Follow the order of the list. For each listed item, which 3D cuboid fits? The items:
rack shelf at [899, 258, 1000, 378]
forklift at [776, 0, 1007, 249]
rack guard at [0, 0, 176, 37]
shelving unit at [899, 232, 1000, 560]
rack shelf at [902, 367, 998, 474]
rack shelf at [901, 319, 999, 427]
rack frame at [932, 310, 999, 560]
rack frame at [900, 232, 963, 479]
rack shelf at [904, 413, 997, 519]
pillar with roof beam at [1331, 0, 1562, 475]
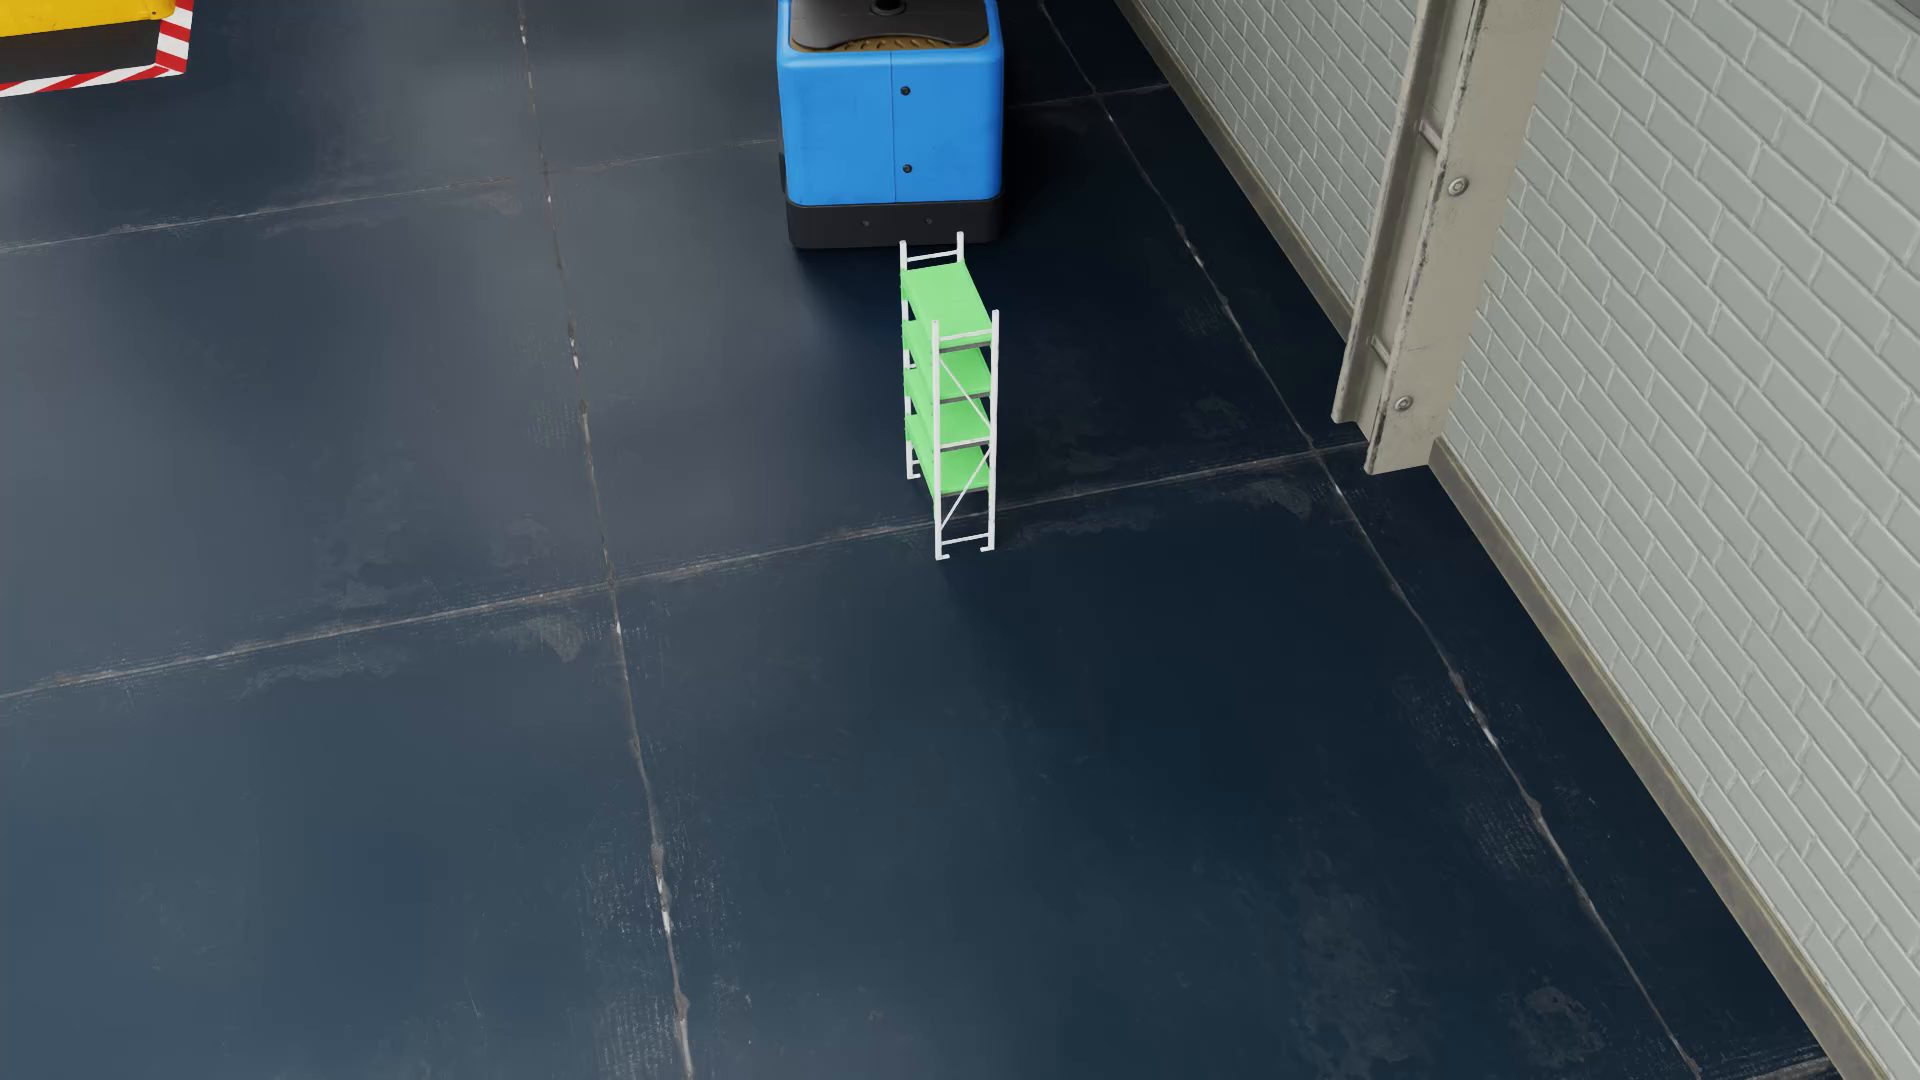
[{"bbox_3d":[-0.042,-0.825,6.136,0.258,0.148,0.480,-11,47,-10],"label":"rack shelf"},{"bbox_3d":[-0.395,-3.477,8.105,1.130,2.935,3.031,-3,46,-2],"label":"forklift"},{"bbox_3d":[-5.224,-3.252,9.587,1.175,0.500,0.348,-11,47,-10],"label":"rack guard"},{"bbox_3d":[-0.042,-0.534,6.433,0.258,1.200,0.503,-11,47,-10],"label":"shelving unit"},{"bbox_3d":[-0.042,-0.490,6.479,0.258,0.148,0.480,-11,47,-10],"label":"rack shelf"},{"bbox_3d":[-0.042,-0.658,6.308,0.258,0.148,0.480,-11,47,-10],"label":"rack shelf"},{"bbox_3d":[0.020,-0.366,6.268,0.240,1.200,0.015,-11,47,-10],"label":"rack frame"},{"bbox_3d":[-0.105,-0.703,6.599,0.240,1.200,0.015,-11,47,-10],"label":"rack frame"},{"bbox_3d":[-0.042,-0.322,6.651,0.258,0.148,0.480,-11,47,-10],"label":"rack shelf"},{"bbox_3d":[-2.339,-2.801,3.194,9.100,9.000,0.400,-11,47,-10],"label":"pillar with roof beam"}]
